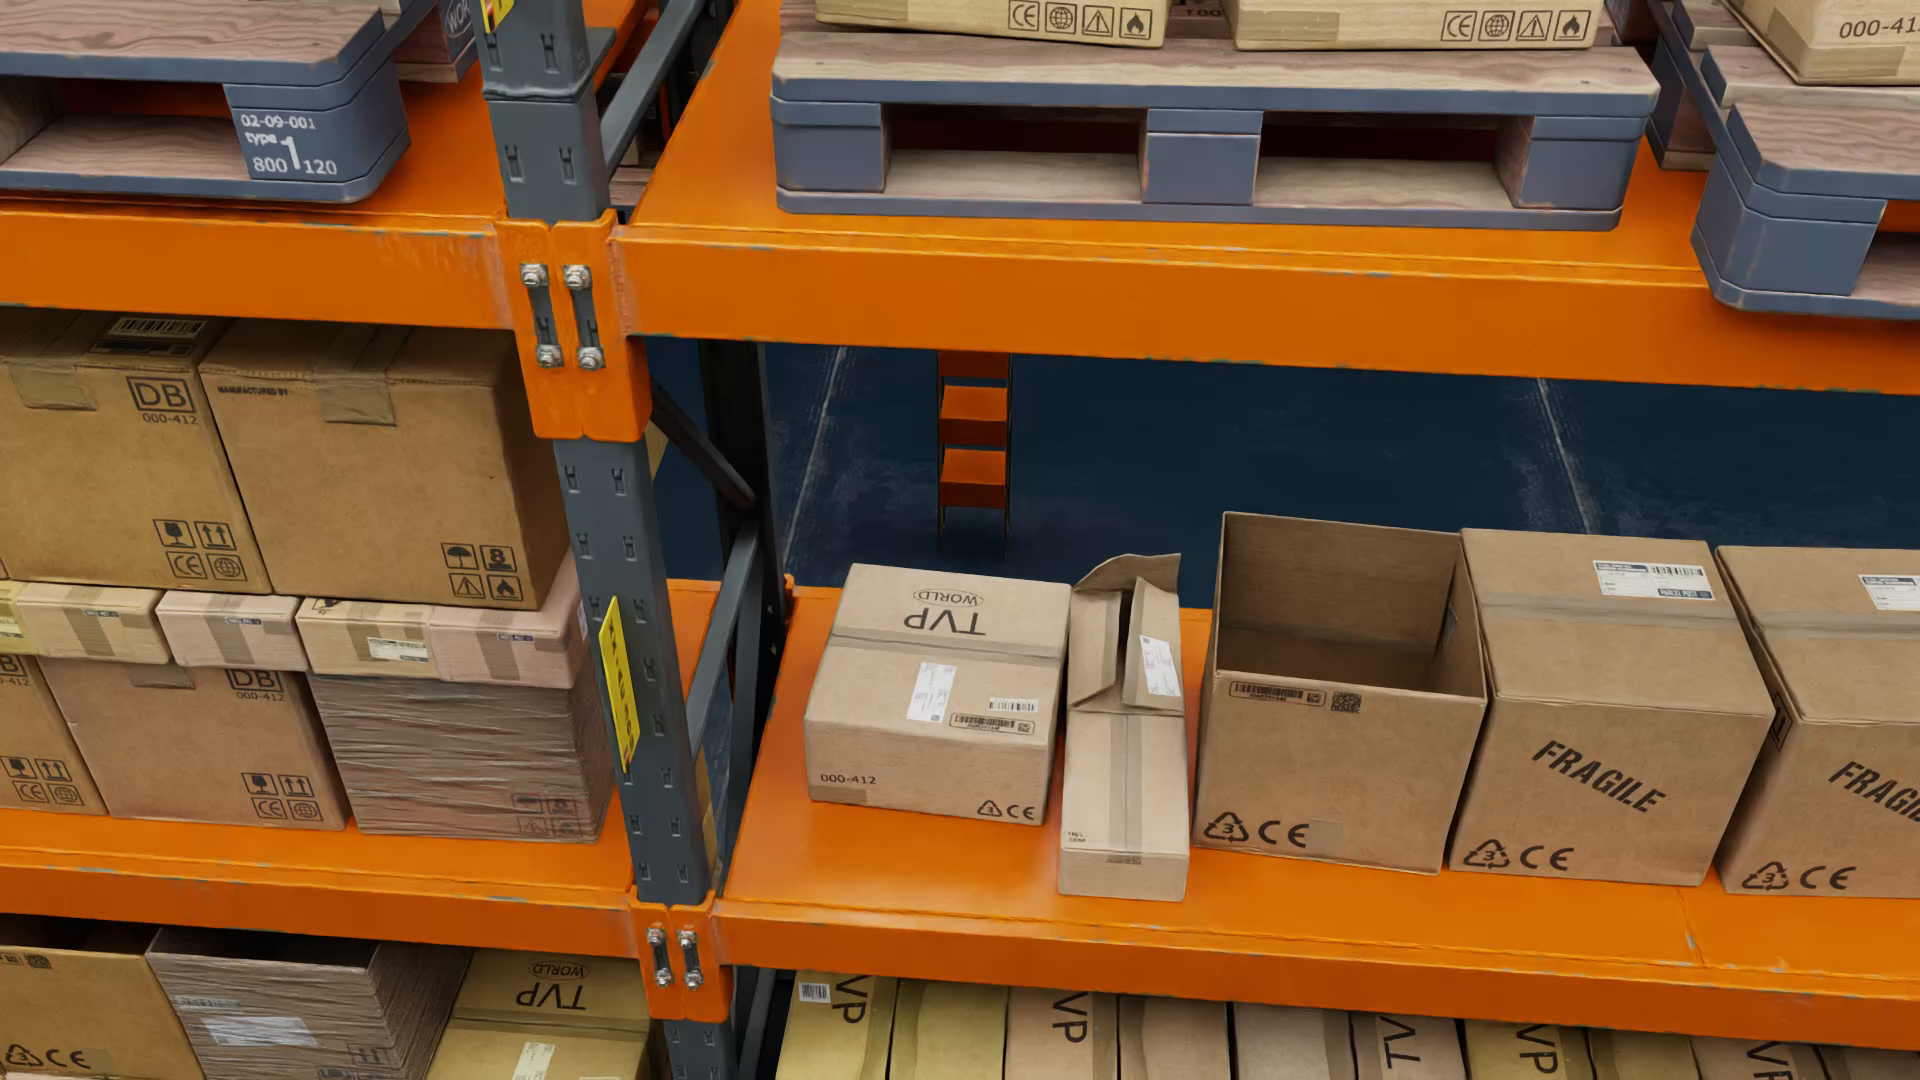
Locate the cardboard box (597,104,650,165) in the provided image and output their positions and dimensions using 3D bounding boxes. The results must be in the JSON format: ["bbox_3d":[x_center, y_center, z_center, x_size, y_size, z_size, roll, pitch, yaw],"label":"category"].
[{"bbox_3d":[-1.698,-2.015,8.259,0.250,0.149,0.380,0,39,0],"label":"cardboard box"}]

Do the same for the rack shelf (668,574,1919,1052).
[{"bbox_3d":[1.463,0.654,3.641,4.000,0.370,1.077,3,39,4],"label":"rack shelf"}]

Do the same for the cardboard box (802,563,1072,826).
[{"bbox_3d":[-0.035,0.323,3.595,0.500,0.250,0.500,5,39,7],"label":"cardboard box"}]

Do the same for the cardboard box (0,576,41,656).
[{"bbox_3d":[-1.833,0.039,3.233,0.250,0.149,0.380,3,39,4],"label":"cardboard box"}]

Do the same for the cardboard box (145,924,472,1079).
[{"bbox_3d":[-1.508,0.956,3.951,0.500,0.500,0.500,3,39,4],"label":"cardboard box"}]

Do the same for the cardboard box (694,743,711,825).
[{"bbox_3d":[-0.965,0.656,4.319,0.500,0.500,0.500,3,39,4],"label":"cardboard box"}]

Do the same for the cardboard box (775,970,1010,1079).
[{"bbox_3d":[-0.139,1.131,3.886,0.500,0.311,0.500,3,39,4],"label":"cardboard box"}]

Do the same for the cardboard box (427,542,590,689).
[{"bbox_3d":[-0.819,0.095,3.164,0.250,0.149,0.380,3,39,4],"label":"cardboard box"}]

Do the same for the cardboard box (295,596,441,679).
[{"bbox_3d":[-1.065,0.081,3.182,0.250,0.149,0.380,2,39,3],"label":"cardboard box"}]

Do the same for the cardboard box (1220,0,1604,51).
[{"bbox_3d":[0.631,-0.935,2.432,0.500,0.250,0.500,0,39,-1],"label":"cardboard box"}]

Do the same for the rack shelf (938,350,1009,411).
[{"bbox_3d":[0.053,-0.616,5.743,0.240,0.259,0.215,3,39,4],"label":"rack shelf"}]

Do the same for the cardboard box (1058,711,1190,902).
[{"bbox_3d":[0.336,0.540,3.409,0.250,0.149,0.380,3,39,4],"label":"cardboard box"}]

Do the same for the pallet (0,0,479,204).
[{"bbox_3d":[-1.382,-0.893,2.665,1.213,0.211,1.003,3,39,4],"label":"pallet"}]

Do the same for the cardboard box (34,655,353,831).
[{"bbox_3d":[-1.498,0.182,3.571,0.500,0.500,0.700,3,39,3],"label":"cardboard box"}]

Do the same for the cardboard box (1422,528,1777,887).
[{"bbox_3d":[1.258,0.335,3.383,0.500,0.500,0.500,3,39,4],"label":"cardboard box"}]

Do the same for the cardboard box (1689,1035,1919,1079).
[{"bbox_3d":[1.891,1.243,3.749,0.500,0.311,0.500,3,39,4],"label":"cardboard box"}]

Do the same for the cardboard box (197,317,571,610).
[{"bbox_3d":[-0.972,-0.296,3.131,0.500,0.500,0.700,3,39,4],"label":"cardboard box"}]

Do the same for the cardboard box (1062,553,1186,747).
[{"bbox_3d":[0.362,0.250,3.673,0.258,0.266,0.396,2,39,3],"label":"cardboard box"}]

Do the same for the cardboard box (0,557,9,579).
[{"bbox_3d":[-1.975,-0.351,3.198,0.500,0.500,0.700,3,39,4],"label":"cardboard box"}]

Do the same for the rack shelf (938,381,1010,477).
[{"bbox_3d":[0.053,-0.396,5.922,0.240,0.259,0.215,3,39,4],"label":"rack shelf"}]

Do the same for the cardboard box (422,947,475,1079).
[{"bbox_3d":[-1.508,1.248,4.186,0.500,0.250,0.500,3,39,4],"label":"cardboard box"}]

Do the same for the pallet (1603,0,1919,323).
[{"bbox_3d":[1.657,-0.646,2.441,1.213,0.211,1.003,5,39,6],"label":"pallet"}]

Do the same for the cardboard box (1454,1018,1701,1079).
[{"bbox_3d":[1.392,1.214,3.784,0.500,0.311,0.500,4,39,5],"label":"cardboard box"}]

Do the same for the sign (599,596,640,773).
[{"bbox_3d":[-0.576,0.248,2.820,0.005,0.325,0.100,3,39,4],"label":"sign"}]

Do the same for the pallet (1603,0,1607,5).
[{"bbox_3d":[3.160,-2.529,7.133,1.003,0.211,1.213,3,39,4],"label":"pallet"}]

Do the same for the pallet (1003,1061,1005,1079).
[{"bbox_3d":[0.208,1.363,4.408,1.213,0.211,1.003,3,39,4],"label":"pallet"}]

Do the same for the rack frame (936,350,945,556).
[{"bbox_3d":[-0.068,-0.411,5.923,0.008,1.050,0.200,3,39,4],"label":"rack frame"}]

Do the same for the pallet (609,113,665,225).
[{"bbox_3d":[-1.997,-1.848,8.353,1.213,0.211,1.003,3,39,4],"label":"pallet"}]

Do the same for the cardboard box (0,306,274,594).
[{"bbox_3d":[-1.476,-0.323,3.164,0.500,0.500,0.700,3,39,4],"label":"cardboard box"}]

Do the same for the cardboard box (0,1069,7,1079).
[{"bbox_3d":[-2.505,1.203,4.241,0.500,0.250,0.500,3,39,4],"label":"cardboard box"}]

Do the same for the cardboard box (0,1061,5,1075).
[{"bbox_3d":[-2.505,0.913,4.004,0.500,0.500,0.500,3,39,4],"label":"cardboard box"}]

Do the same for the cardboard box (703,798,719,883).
[{"bbox_3d":[-0.965,0.953,4.548,0.500,0.250,0.500,3,39,4],"label":"cardboard box"}]

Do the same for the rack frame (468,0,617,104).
[{"bbox_3d":[-0.530,-2.061,1.654,0.127,3.000,1.000,3,39,4],"label":"rack frame"}]

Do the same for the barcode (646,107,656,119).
[{"bbox_3d":[-1.557,-2.139,8.323,0.075,0.075,0.001,3,39,4],"label":"barcode"}]

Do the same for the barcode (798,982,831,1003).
[{"bbox_3d":[-0.311,0.968,3.556,0.075,0.075,0.001,3,39,4],"label":"barcode"}]

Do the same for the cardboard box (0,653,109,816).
[{"bbox_3d":[-1.998,0.152,3.607,0.500,0.500,0.700,4,39,5],"label":"cardboard box"}]

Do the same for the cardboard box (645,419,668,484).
[{"bbox_3d":[-0.781,-0.161,3.479,0.250,0.149,0.380,3,39,4],"label":"cardboard box"}]

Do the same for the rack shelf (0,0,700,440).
[{"bbox_3d":[-2.522,-0.727,2.961,4.000,0.370,1.077,3,39,4],"label":"rack shelf"}]

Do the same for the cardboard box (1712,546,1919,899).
[{"bbox_3d":[1.782,0.364,3.348,0.500,0.500,0.500,1,39,1],"label":"cardboard box"}]

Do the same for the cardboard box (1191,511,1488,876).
[{"bbox_3d":[0.759,0.308,3.417,0.500,0.500,0.500,6,40,7],"label":"cardboard box"}]

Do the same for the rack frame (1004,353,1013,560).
[{"bbox_3d":[0.175,-0.398,5.907,0.008,1.050,0.200,3,39,4],"label":"rack frame"}]

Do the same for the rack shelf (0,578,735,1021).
[{"bbox_3d":[-2.522,0.436,3.908,4.000,0.370,1.077,3,39,4],"label":"rack shelf"}]

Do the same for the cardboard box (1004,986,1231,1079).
[{"bbox_3d":[0.359,1.162,3.848,0.500,0.311,0.500,3,39,3],"label":"cardboard box"}]

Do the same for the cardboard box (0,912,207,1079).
[{"bbox_3d":[-2.006,0.931,3.981,0.500,0.500,0.500,3,39,4],"label":"cardboard box"}]

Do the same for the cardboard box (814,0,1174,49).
[{"bbox_3d":[0.083,-0.963,2.467,0.500,0.250,0.500,7,40,8],"label":"cardboard box"}]

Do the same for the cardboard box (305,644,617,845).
[{"bbox_3d":[-0.972,0.207,3.541,0.500,0.500,0.700,2,39,3],"label":"cardboard box"}]

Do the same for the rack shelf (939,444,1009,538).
[{"bbox_3d":[0.053,-0.180,6.097,0.240,0.259,0.215,3,39,4],"label":"rack shelf"}]

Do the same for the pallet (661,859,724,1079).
[{"bbox_3d":[-1.318,1.278,4.513,1.213,0.211,1.003,3,39,4],"label":"pallet"}]

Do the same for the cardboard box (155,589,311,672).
[{"bbox_3d":[-1.326,0.068,3.197,0.250,0.149,0.380,2,39,3],"label":"cardboard box"}]

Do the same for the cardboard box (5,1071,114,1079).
[{"bbox_3d":[-2.007,1.230,4.208,0.500,0.250,0.500,3,39,4],"label":"cardboard box"}]

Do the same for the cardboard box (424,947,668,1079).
[{"bbox_3d":[-1.010,1.281,4.145,0.500,0.250,0.500,3,39,4],"label":"cardboard box"}]

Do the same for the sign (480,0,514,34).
[{"bbox_3d":[-0.576,-0.780,1.983,0.005,0.325,0.100,3,39,4],"label":"sign"}]

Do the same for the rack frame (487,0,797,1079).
[{"bbox_3d":[-0.530,0.266,3.547,0.127,3.000,1.000,3,39,4],"label":"rack frame"}]

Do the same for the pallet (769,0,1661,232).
[{"bbox_3d":[0.350,-0.784,2.612,1.217,0.209,0.805,2,39,2],"label":"pallet"}]

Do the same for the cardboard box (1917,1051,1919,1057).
[{"bbox_3d":[2.394,1.272,3.713,0.500,0.311,0.500,3,39,3],"label":"cardboard box"}]

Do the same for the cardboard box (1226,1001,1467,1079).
[{"bbox_3d":[0.875,1.189,3.814,0.500,0.311,0.500,2,39,2],"label":"cardboard box"}]

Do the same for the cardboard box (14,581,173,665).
[{"bbox_3d":[-1.588,0.054,3.214,0.250,0.149,0.380,3,39,4],"label":"cardboard box"}]

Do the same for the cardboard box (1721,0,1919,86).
[{"bbox_3d":[1.370,-0.860,2.340,0.500,0.250,0.500,0,39,0],"label":"cardboard box"}]

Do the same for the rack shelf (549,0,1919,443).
[{"bbox_3d":[1.463,-0.510,2.694,4.000,0.370,1.077,3,39,4],"label":"rack shelf"}]

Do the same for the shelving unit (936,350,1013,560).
[{"bbox_3d":[0.053,-0.404,5.915,0.252,1.050,0.215,3,39,4],"label":"shelving unit"}]
